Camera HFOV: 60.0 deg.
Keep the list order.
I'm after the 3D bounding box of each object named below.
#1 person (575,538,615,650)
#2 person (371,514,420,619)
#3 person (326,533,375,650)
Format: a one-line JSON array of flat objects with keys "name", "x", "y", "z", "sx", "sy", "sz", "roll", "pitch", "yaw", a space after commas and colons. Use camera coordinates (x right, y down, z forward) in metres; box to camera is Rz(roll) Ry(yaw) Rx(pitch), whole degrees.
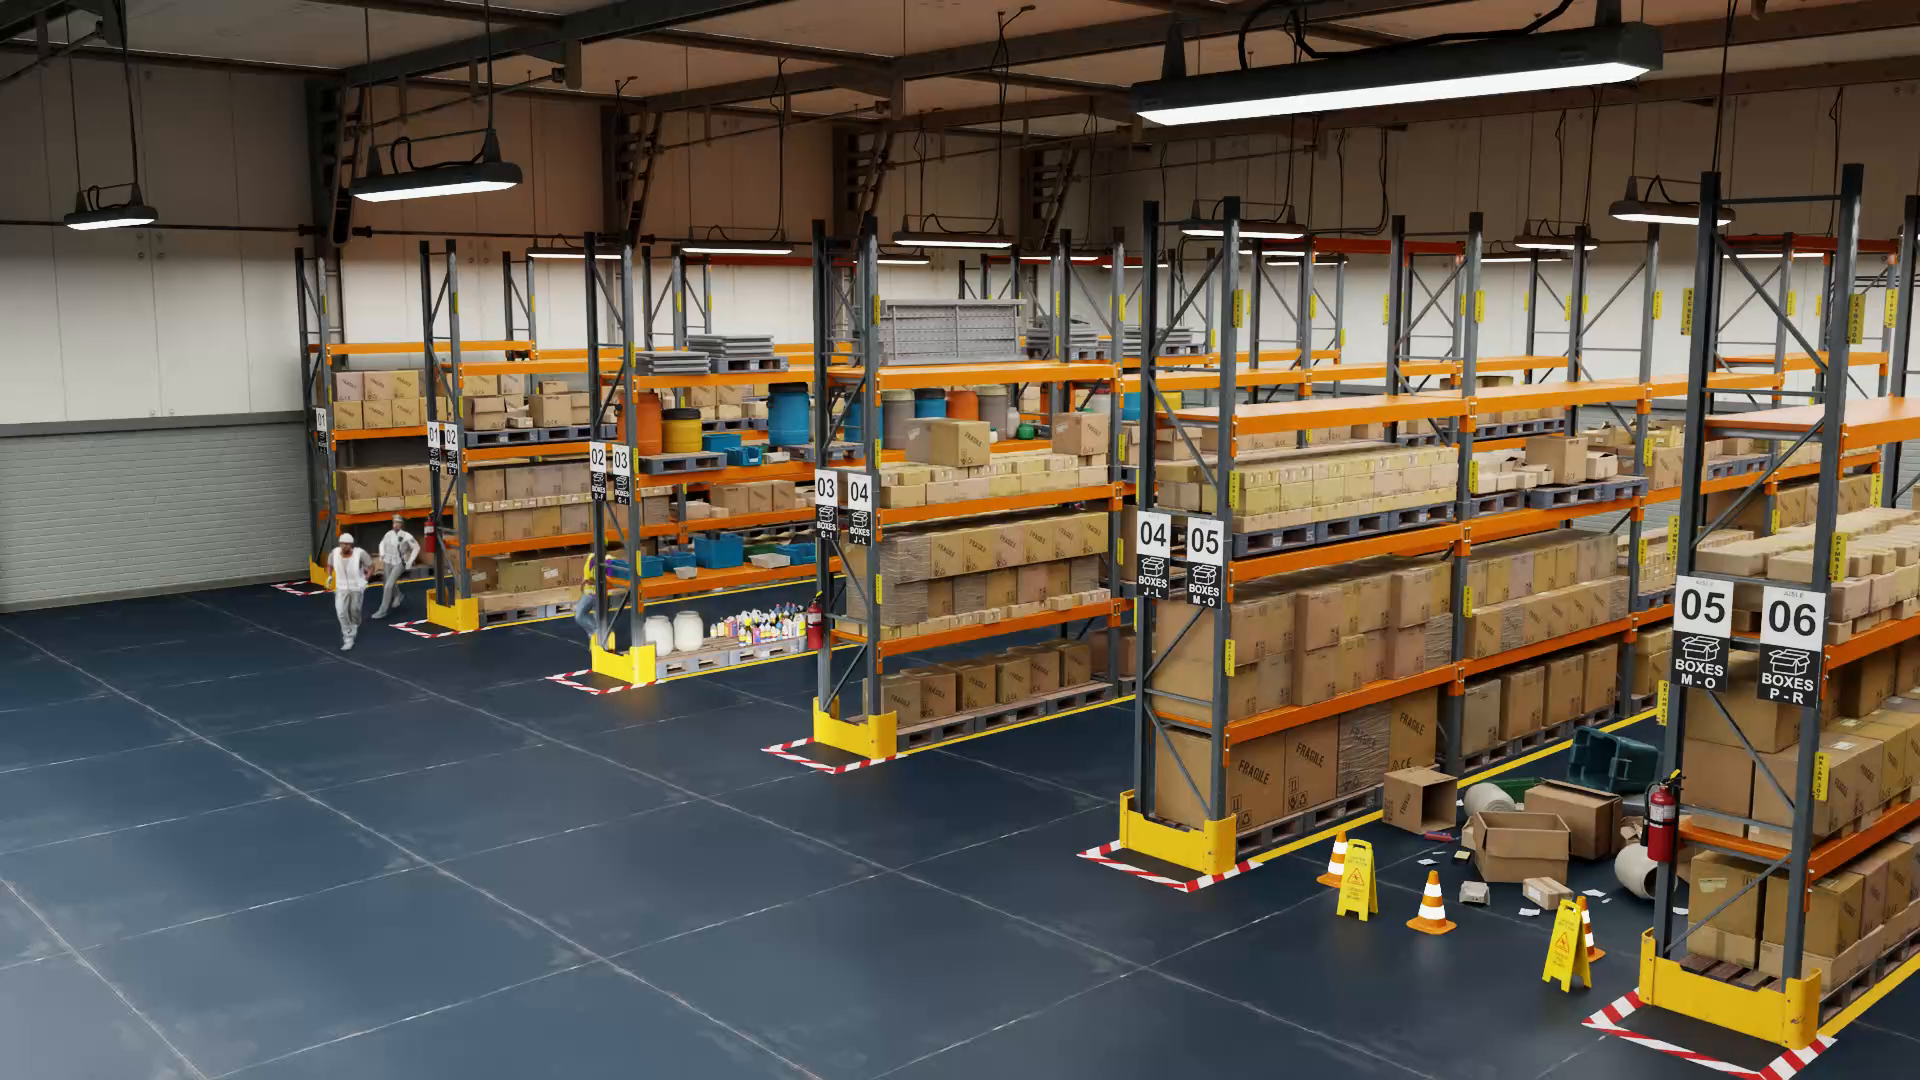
[{"name": "person", "x": -5.267, "y": 0.777, "z": 24.087, "sx": 0.694, "sy": 1.703, "sz": 0.641, "roll": 4, "pitch": 9, "yaw": 26}, {"name": "person", "x": -9.125, "y": 0.398, "z": 26.928, "sx": 0.674, "sy": 1.655, "sz": 0.900, "roll": 2, "pitch": 9, "yaw": 16}, {"name": "person", "x": -9.014, "y": 0.720, "z": 24.701, "sx": 0.696, "sy": 1.755, "sz": 0.916, "roll": -1, "pitch": 8, "yaw": -6}]
